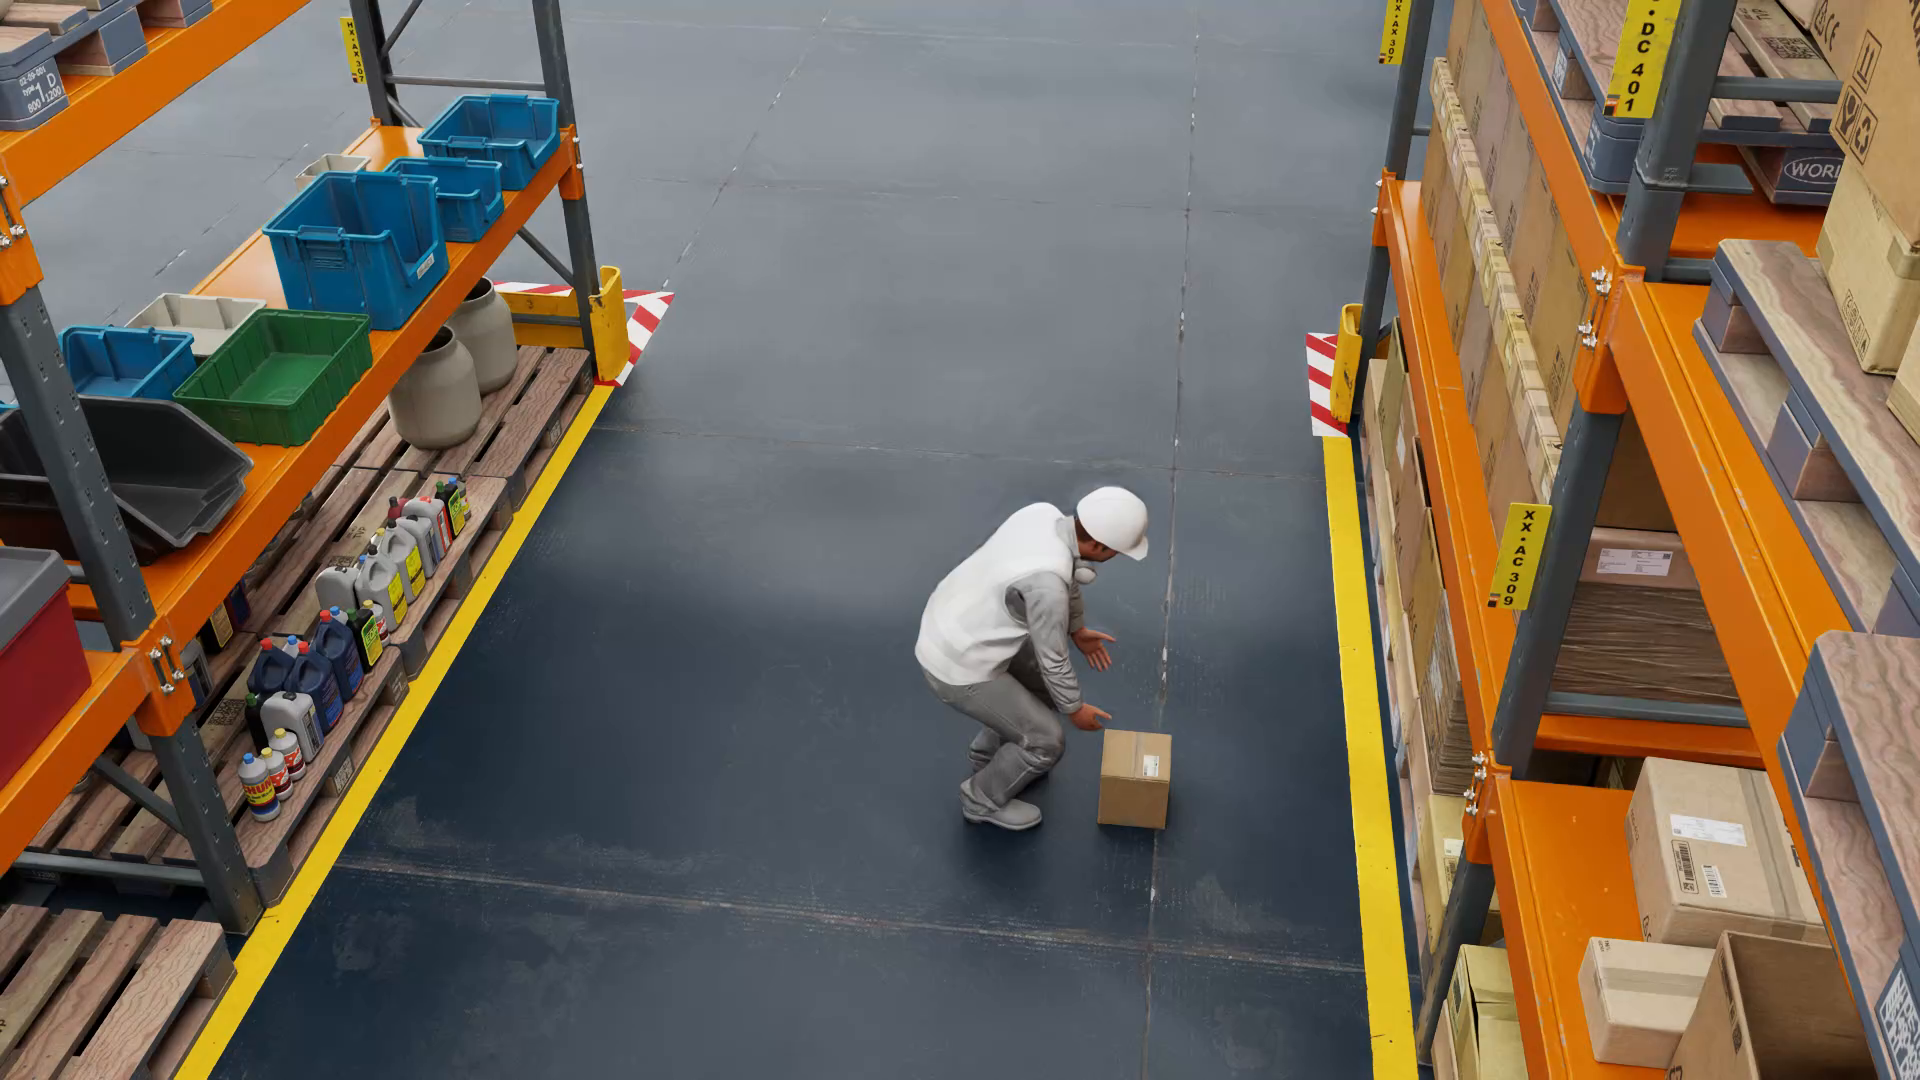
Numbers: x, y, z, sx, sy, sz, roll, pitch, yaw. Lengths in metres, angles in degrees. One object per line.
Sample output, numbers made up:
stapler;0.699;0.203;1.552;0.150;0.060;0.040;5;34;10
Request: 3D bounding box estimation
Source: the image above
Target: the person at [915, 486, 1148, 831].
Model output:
person;0.245;0.381;5.930;0.786;1.390;0.590;4;36;6
